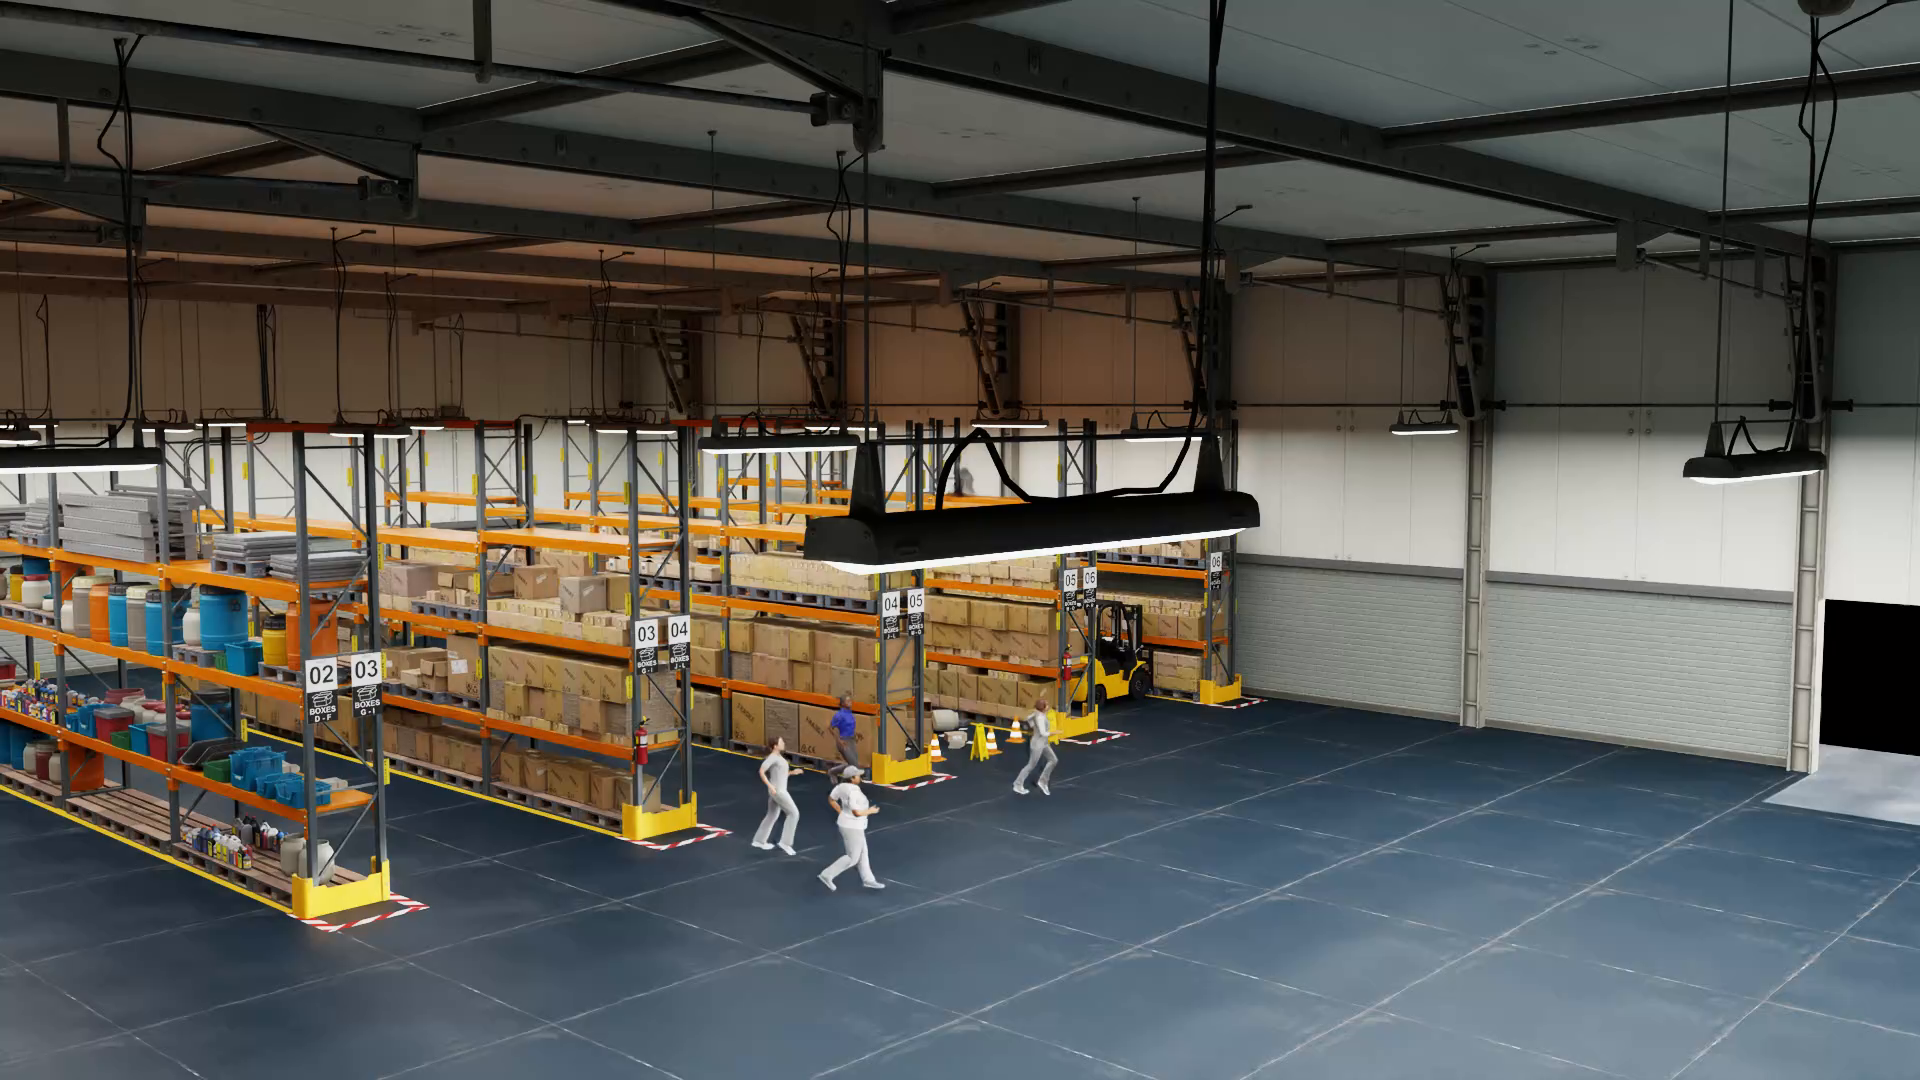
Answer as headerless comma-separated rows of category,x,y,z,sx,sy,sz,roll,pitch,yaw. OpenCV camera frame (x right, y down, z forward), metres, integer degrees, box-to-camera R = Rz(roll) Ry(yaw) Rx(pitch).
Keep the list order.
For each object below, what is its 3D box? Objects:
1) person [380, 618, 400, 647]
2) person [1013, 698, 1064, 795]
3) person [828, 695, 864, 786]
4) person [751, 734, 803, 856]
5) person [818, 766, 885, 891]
person,-13.647,2.190,39.951,0.692,1.821,0.647,4,6,42
person,1.272,3.338,26.844,0.815,1.597,0.545,1,5,8
person,-1.848,3.321,27.082,0.559,1.611,0.575,2,5,24
person,-2.570,3.587,23.382,0.738,1.719,0.534,-1,5,-6
person,-1.399,3.735,21.446,0.924,1.666,0.606,-2,5,-20
